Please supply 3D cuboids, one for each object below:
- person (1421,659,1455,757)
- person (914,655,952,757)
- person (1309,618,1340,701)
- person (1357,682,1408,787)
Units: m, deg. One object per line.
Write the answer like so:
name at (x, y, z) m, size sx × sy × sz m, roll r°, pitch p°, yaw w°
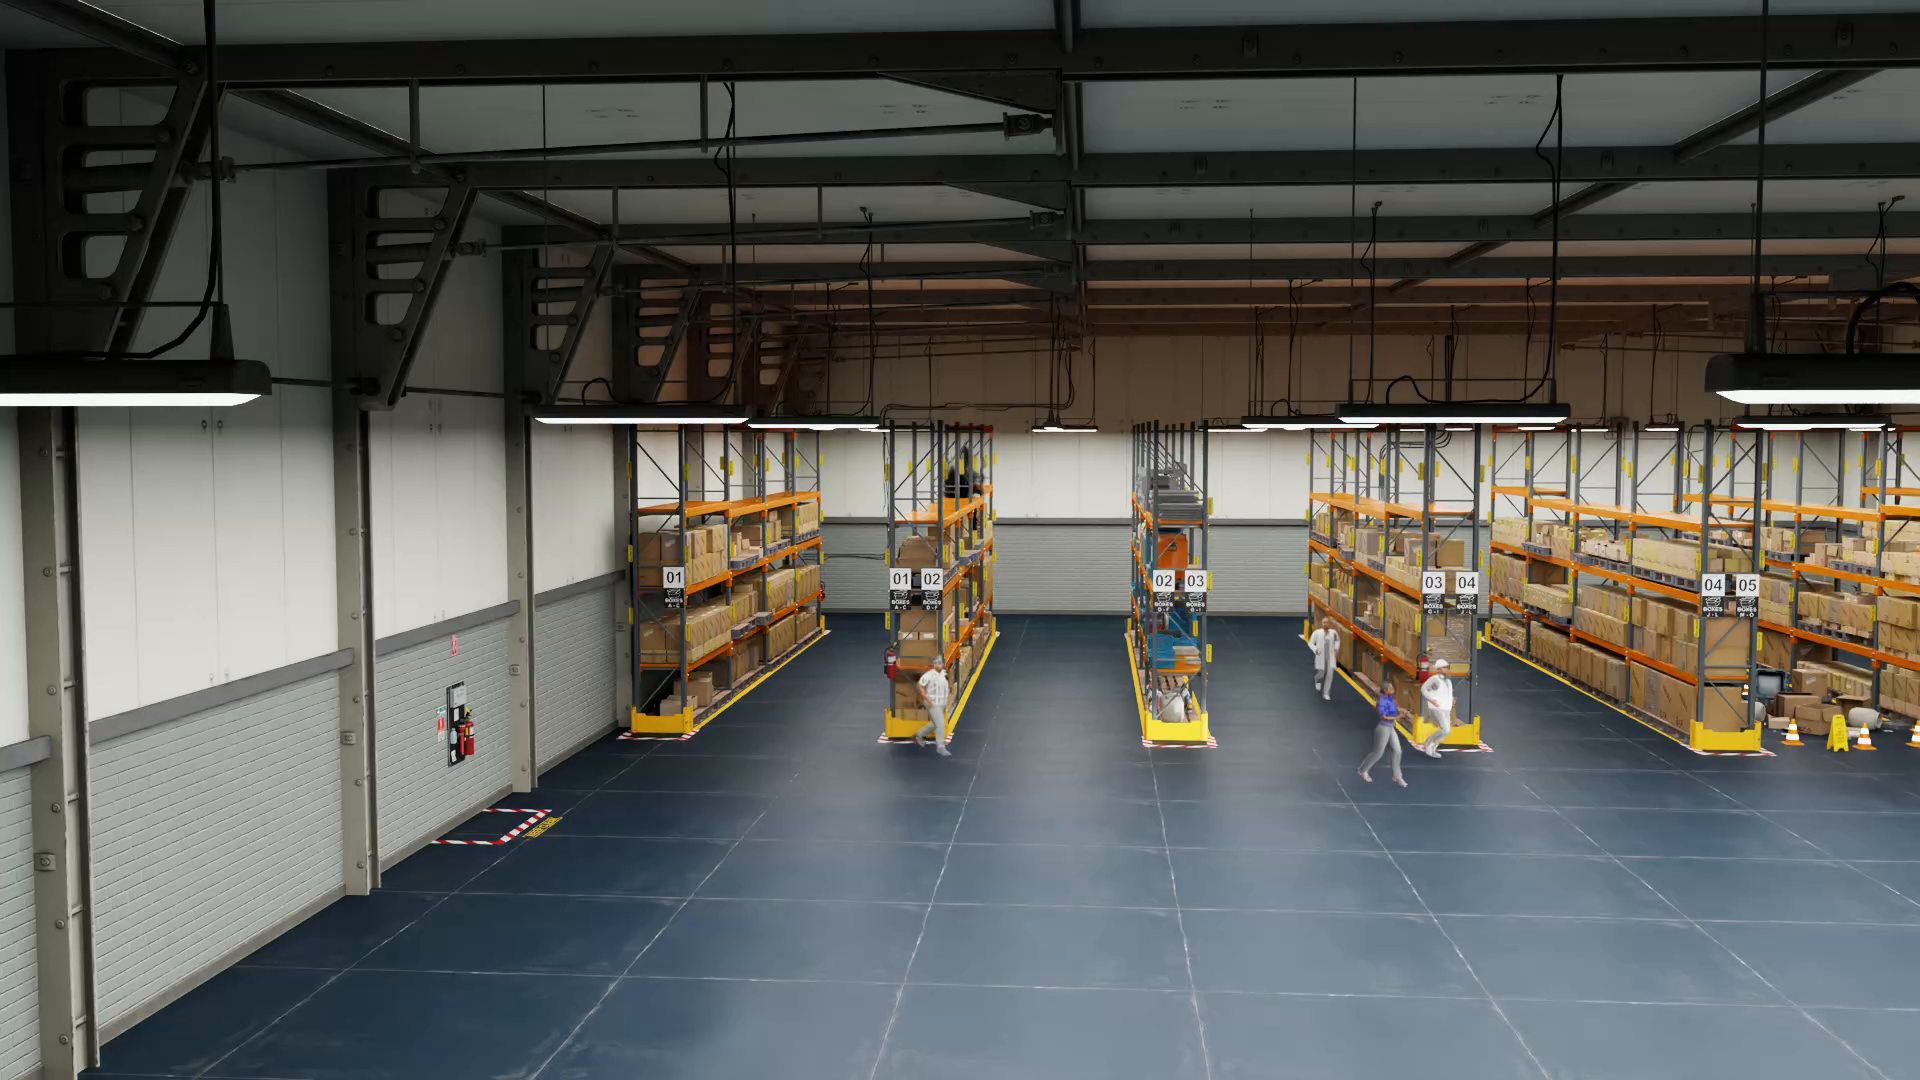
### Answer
person at (8.537, 2.985, 29.474) m, size 0.689 × 1.728 × 0.532 m, roll -3°, pitch 5°, yaw -38°
person at (-0.465, 2.937, 29.884) m, size 0.896 × 1.793 × 0.674 m, roll 2°, pitch 4°, yaw 34°
person at (7.935, 2.567, 36.123) m, size 0.709 × 1.752 × 0.869 m, roll 0°, pitch 4°, yaw 0°
person at (6.912, 3.167, 27.167) m, size 0.817 × 1.711 × 0.578 m, roll 2°, pitch 4°, yaw 34°
